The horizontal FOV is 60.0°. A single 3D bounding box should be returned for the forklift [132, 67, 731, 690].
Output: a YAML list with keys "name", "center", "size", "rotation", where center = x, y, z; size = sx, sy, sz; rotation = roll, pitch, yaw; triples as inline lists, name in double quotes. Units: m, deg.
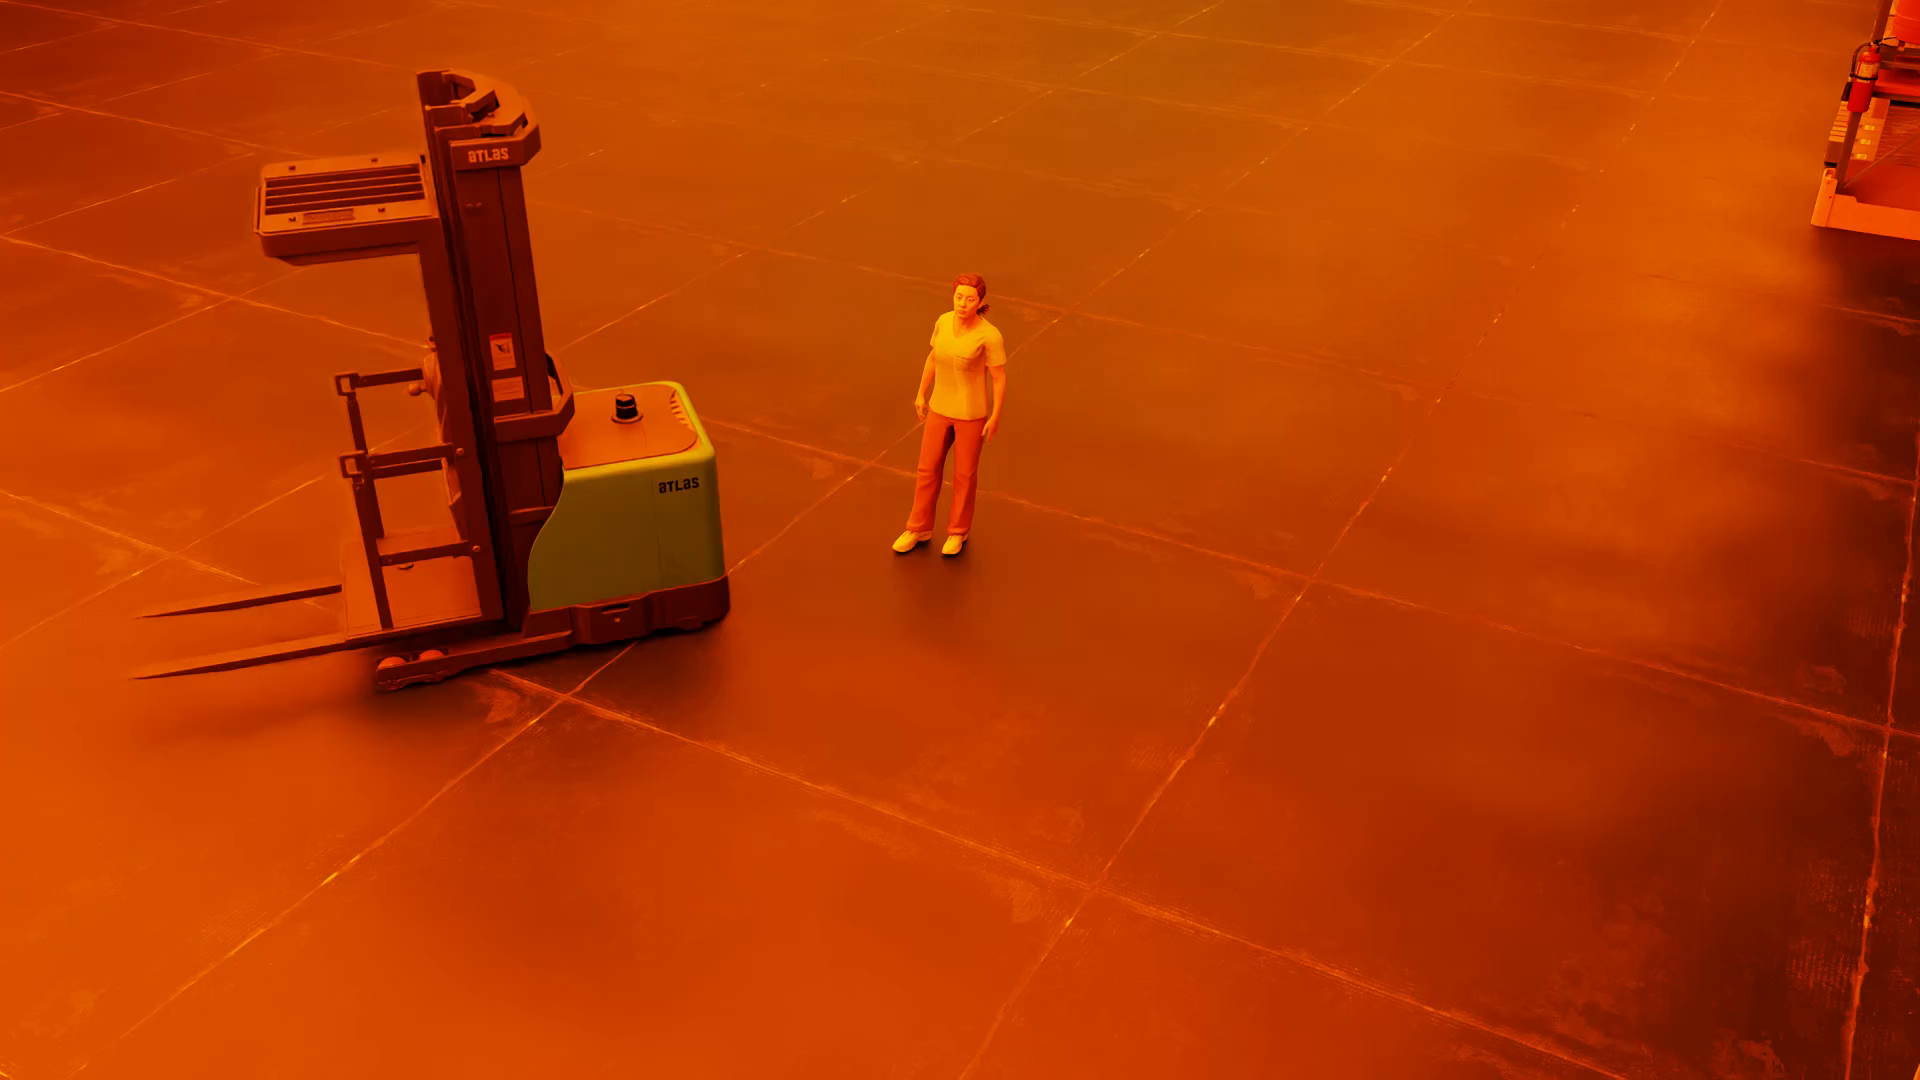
- name: "forklift"
  center: [-2.843, -0.789, 8.438]
  size: [3.031, 2.935, 1.130]
  rotation: [-10, 31, -17]

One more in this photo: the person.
- name: "person"
  center: [-0.045, -0.702, 9.529]
  size: [0.555, 1.675, 0.549]
  rotation: [15, 33, 25]
